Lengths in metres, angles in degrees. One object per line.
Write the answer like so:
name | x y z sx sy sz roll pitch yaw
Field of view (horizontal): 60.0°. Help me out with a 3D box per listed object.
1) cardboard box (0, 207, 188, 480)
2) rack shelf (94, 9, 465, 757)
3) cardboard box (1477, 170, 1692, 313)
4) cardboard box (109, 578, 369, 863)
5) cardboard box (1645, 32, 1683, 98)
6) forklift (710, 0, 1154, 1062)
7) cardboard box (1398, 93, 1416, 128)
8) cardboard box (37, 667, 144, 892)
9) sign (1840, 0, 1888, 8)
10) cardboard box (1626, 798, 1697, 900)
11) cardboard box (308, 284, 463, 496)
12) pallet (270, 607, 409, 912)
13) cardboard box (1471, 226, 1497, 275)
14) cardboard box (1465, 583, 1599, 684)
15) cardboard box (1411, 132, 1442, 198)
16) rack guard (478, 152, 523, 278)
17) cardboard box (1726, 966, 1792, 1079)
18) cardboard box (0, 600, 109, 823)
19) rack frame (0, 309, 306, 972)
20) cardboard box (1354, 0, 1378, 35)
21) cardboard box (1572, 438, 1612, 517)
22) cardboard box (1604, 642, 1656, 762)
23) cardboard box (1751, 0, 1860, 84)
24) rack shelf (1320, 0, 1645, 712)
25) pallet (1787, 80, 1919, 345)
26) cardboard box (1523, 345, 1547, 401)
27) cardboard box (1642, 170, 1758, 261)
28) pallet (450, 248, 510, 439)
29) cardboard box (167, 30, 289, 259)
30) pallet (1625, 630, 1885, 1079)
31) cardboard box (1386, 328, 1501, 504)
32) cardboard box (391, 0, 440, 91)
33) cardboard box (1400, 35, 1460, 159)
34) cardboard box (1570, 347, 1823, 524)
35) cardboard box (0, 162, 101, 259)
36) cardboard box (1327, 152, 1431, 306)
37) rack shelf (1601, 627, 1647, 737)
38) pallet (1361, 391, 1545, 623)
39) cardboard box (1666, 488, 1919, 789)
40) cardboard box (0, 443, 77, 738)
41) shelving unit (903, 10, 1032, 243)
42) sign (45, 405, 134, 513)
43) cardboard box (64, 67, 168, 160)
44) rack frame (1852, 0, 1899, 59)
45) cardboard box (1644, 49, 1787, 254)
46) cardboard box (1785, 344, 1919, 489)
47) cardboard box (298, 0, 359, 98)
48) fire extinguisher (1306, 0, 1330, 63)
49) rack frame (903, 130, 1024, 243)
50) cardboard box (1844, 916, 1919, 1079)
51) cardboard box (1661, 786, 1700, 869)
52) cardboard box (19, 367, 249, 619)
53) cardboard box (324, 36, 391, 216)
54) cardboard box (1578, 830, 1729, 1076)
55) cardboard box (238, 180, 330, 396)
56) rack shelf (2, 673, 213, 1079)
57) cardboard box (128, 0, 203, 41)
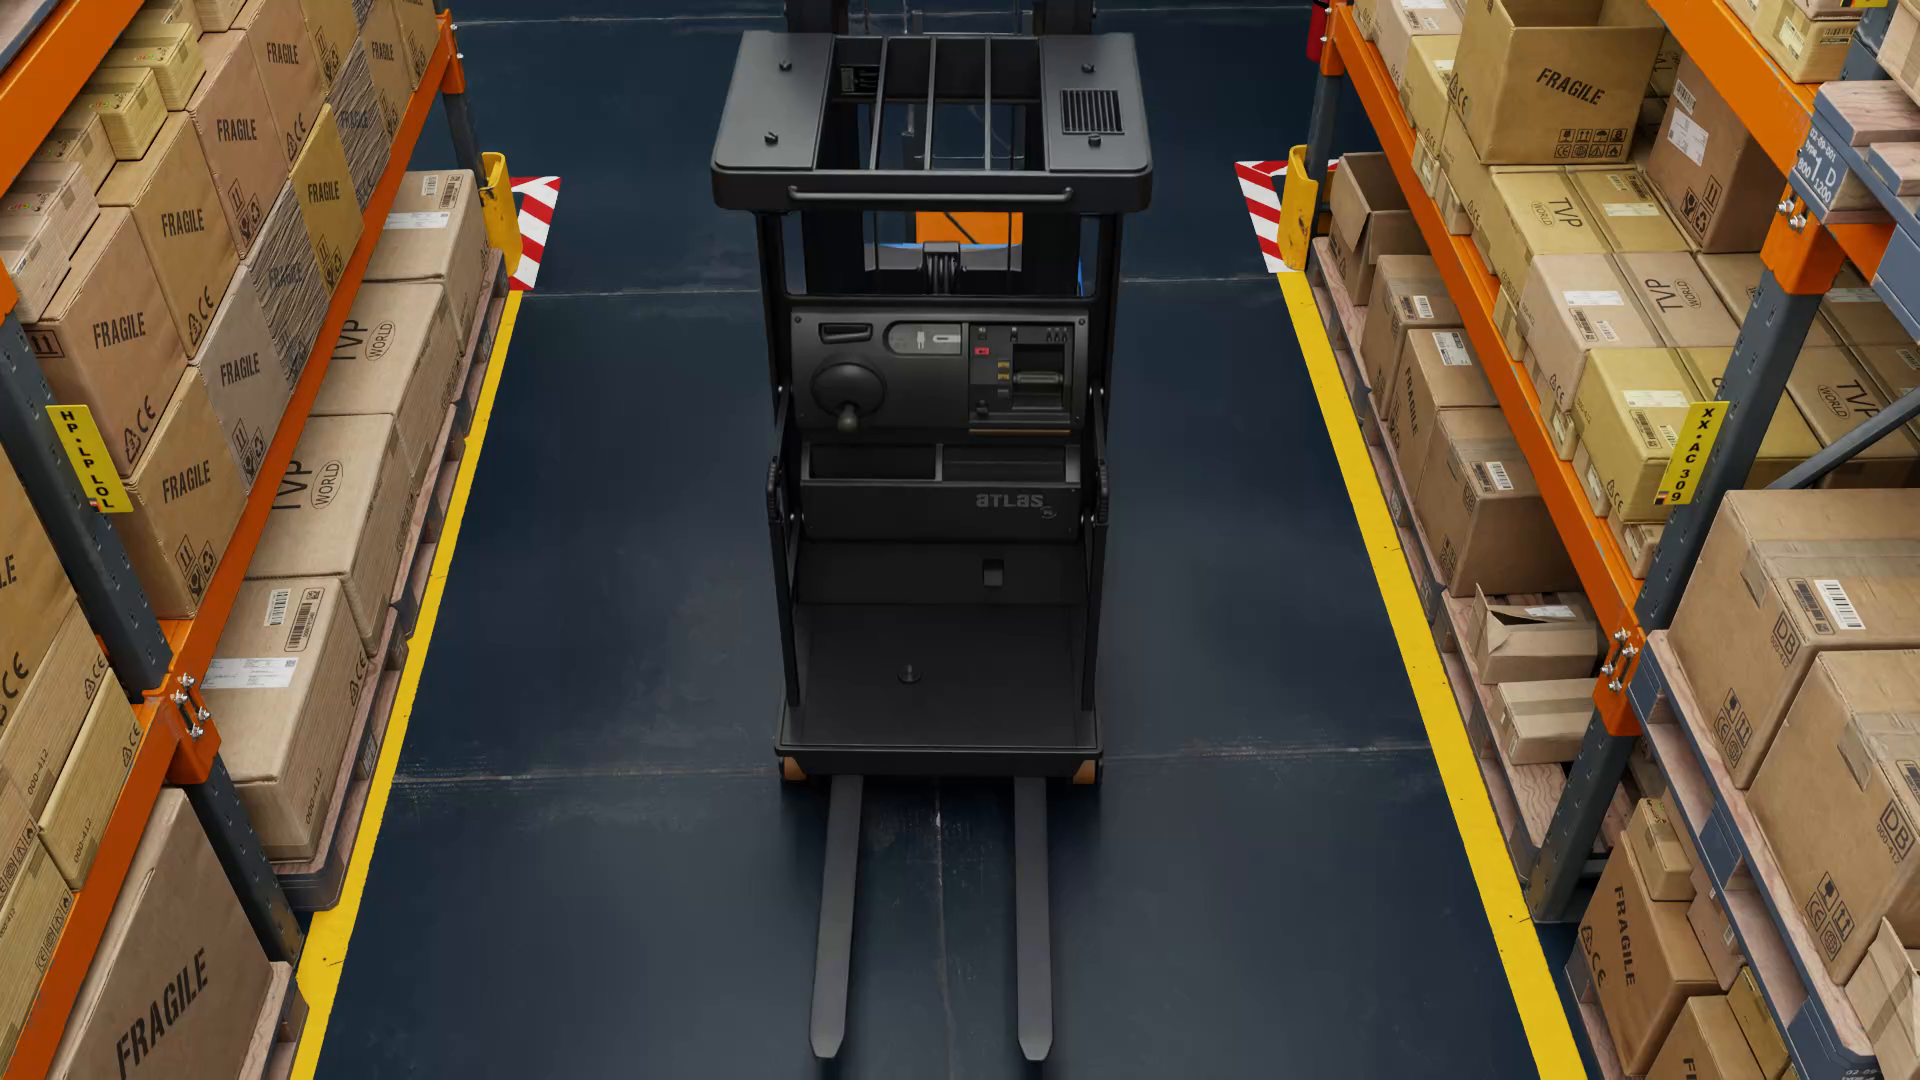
cardboard box | -2.382 -0.503 4.265 0.500 0.500 0.500 -1 43 -2
rack shelf | -2.688 -0.854 5.994 1.077 0.370 4.000 -2 43 -2
cardboard box | 2.046 -0.980 5.490 0.500 0.250 0.500 -2 43 -2
cardboard box | -2.523 0.594 5.467 0.875 0.438 0.875 -2 43 -2
cardboard box | 2.507 -1.683 6.257 0.500 0.250 0.500 0 43 0
forklift | -0.064 -0.444 5.066 1.130 2.935 3.031 1 43 1
cardboard box | 1.978 -1.773 6.650 0.380 0.149 0.250 0 43 0
cardboard box | -2.332 0.582 4.006 0.500 0.250 0.500 -3 43 -3
sign | 1.814 -1.189 3.225 0.100 0.325 0.005 -2 43 -2
cardboard box | 2.105 0.864 4.647 0.380 0.149 0.250 0 43 0
cardboard box | -2.598 -0.619 6.791 0.875 0.438 0.875 -1 43 -1
pallet | -2.557 0.744 5.783 1.003 0.211 1.213 -2 43 -2
cardboard box | 2.042 -1.071 5.885 0.380 0.149 0.250 -2 43 -2
cardboard box | 2.023 0.331 5.882 0.396 0.266 0.258 0 43 0
cardboard box | 1.931 -1.421 6.266 0.380 0.149 0.250 -3 43 -3
rack guard | -2.774 -1.564 8.086 1.175 0.500 0.348 -2 43 -2
cardboard box | 2.216 1.221 4.257 0.380 0.149 0.250 -4 43 -4
cardboard box | -2.342 0.393 3.843 0.500 0.250 0.500 -2 43 -2
rack frame | -2.603 0.231 4.278 1.000 3.000 0.127 -2 43 -2
cardboard box | 1.936 -2.354 6.990 0.500 0.250 0.500 -1 43 -2
cardboard box | 2.057 -0.204 4.939 0.380 0.149 0.250 -1 43 -1
cardboard box | 2.564 0.470 5.697 0.500 0.311 0.500 0 43 0
cardboard box | 2.045 -1.161 3.763 0.380 0.149 0.250 -2 43 -2
rack shelf | 2.271 -0.999 6.152 1.077 0.370 4.000 -2 43 -2
pallet | 2.313 -0.508 3.003 1.213 0.211 1.003 -2 43 -2
cardboard box | 2.038 -0.557 5.324 0.380 0.149 0.250 -1 43 -1
cardboard box | 2.556 -0.997 5.509 0.500 0.250 0.500 -1 43 -1
pallet | -2.661 -0.904 7.580 1.003 0.211 1.213 -2 43 -2
cardboard box | -2.407 -1.190 5.014 0.500 0.500 0.500 -1 43 -1
pallet | 2.281 0.700 3.909 1.003 0.211 1.213 -2 43 -2
cardboard box | 2.037 -0.494 6.608 0.500 0.500 0.500 -1 43 -1
cardboard box | -2.488 -2.188 6.843 0.500 0.500 0.500 -1 43 -2
cardboard box | 1.982 -1.672 6.245 0.500 0.250 0.500 -2 43 -3
cardboard box | 2.090 -0.305 4.754 0.500 0.250 0.500 -1 43 -1
cardboard box | -2.384 -0.806 4.116 0.380 0.149 0.250 -1 43 -1
cardboard box | 2.117 -1.433 7.630 0.797 0.503 0.637 -3 43 -3
rack shelf | 2.441 1.702 3.206 1.077 0.370 4.000 -2 43 -2
pallet | 2.273 -0.175 6.785 1.003 0.211 1.213 -2 43 -2
cardboard box | 2.153 0.228 3.897 0.700 0.500 0.500 -1 43 -1
cardboard box | -2.334 0.120 3.585 0.500 0.500 0.500 0 43 0
shelving unit | 0.044 -1.310 7.069 0.587 1.500 1.083 1 43 1
sign | -2.062 -0.189 3.938 0.100 0.325 0.005 -2 43 -2
cardboard box | -2.387 -1.147 4.488 0.380 0.149 0.250 -2 43 -2
rack frame | 2.356 -2.125 2.409 1.000 3.000 0.127 -2 43 -2
cardboard box | 2.558 -1.258 5.238 0.500 0.500 0.500 -3 43 -3
cardboard box | 2.604 -0.310 4.759 0.500 0.250 0.500 -2 43 -2
cardboard box | -2.446 -1.870 5.756 0.500 0.500 0.500 -2 43 -2
fire extinguisher | 1.718 -2.534 7.628 0.296 0.674 0.183 -2 43 -2
rack frame | 0.037 -0.960 6.687 0.500 1.500 0.032 1 43 1
cardboard box | 2.031 0.930 3.304 0.396 0.266 0.258 0 43 0
cardboard box | 2.166 0.752 4.548 0.380 0.149 0.250 -2 43 -3
cardboard box | -2.362 -0.130 4.598 0.500 0.500 0.500 0 43 0
cardboard box | -2.450 -1.502 6.094 0.500 0.500 0.500 -1 43 -1
cardboard box | 2.151 1.186 4.775 0.500 0.500 0.500 0 43 0
cardboard box | -2.394 -0.806 5.335 0.500 0.500 0.500 -1 43 -2
rack shelf | -2.518 1.847 3.048 1.077 0.370 4.000 -2 43 -2
cardboard box | -2.462 -1.495 4.867 0.380 0.149 0.250 -2 43 -2
